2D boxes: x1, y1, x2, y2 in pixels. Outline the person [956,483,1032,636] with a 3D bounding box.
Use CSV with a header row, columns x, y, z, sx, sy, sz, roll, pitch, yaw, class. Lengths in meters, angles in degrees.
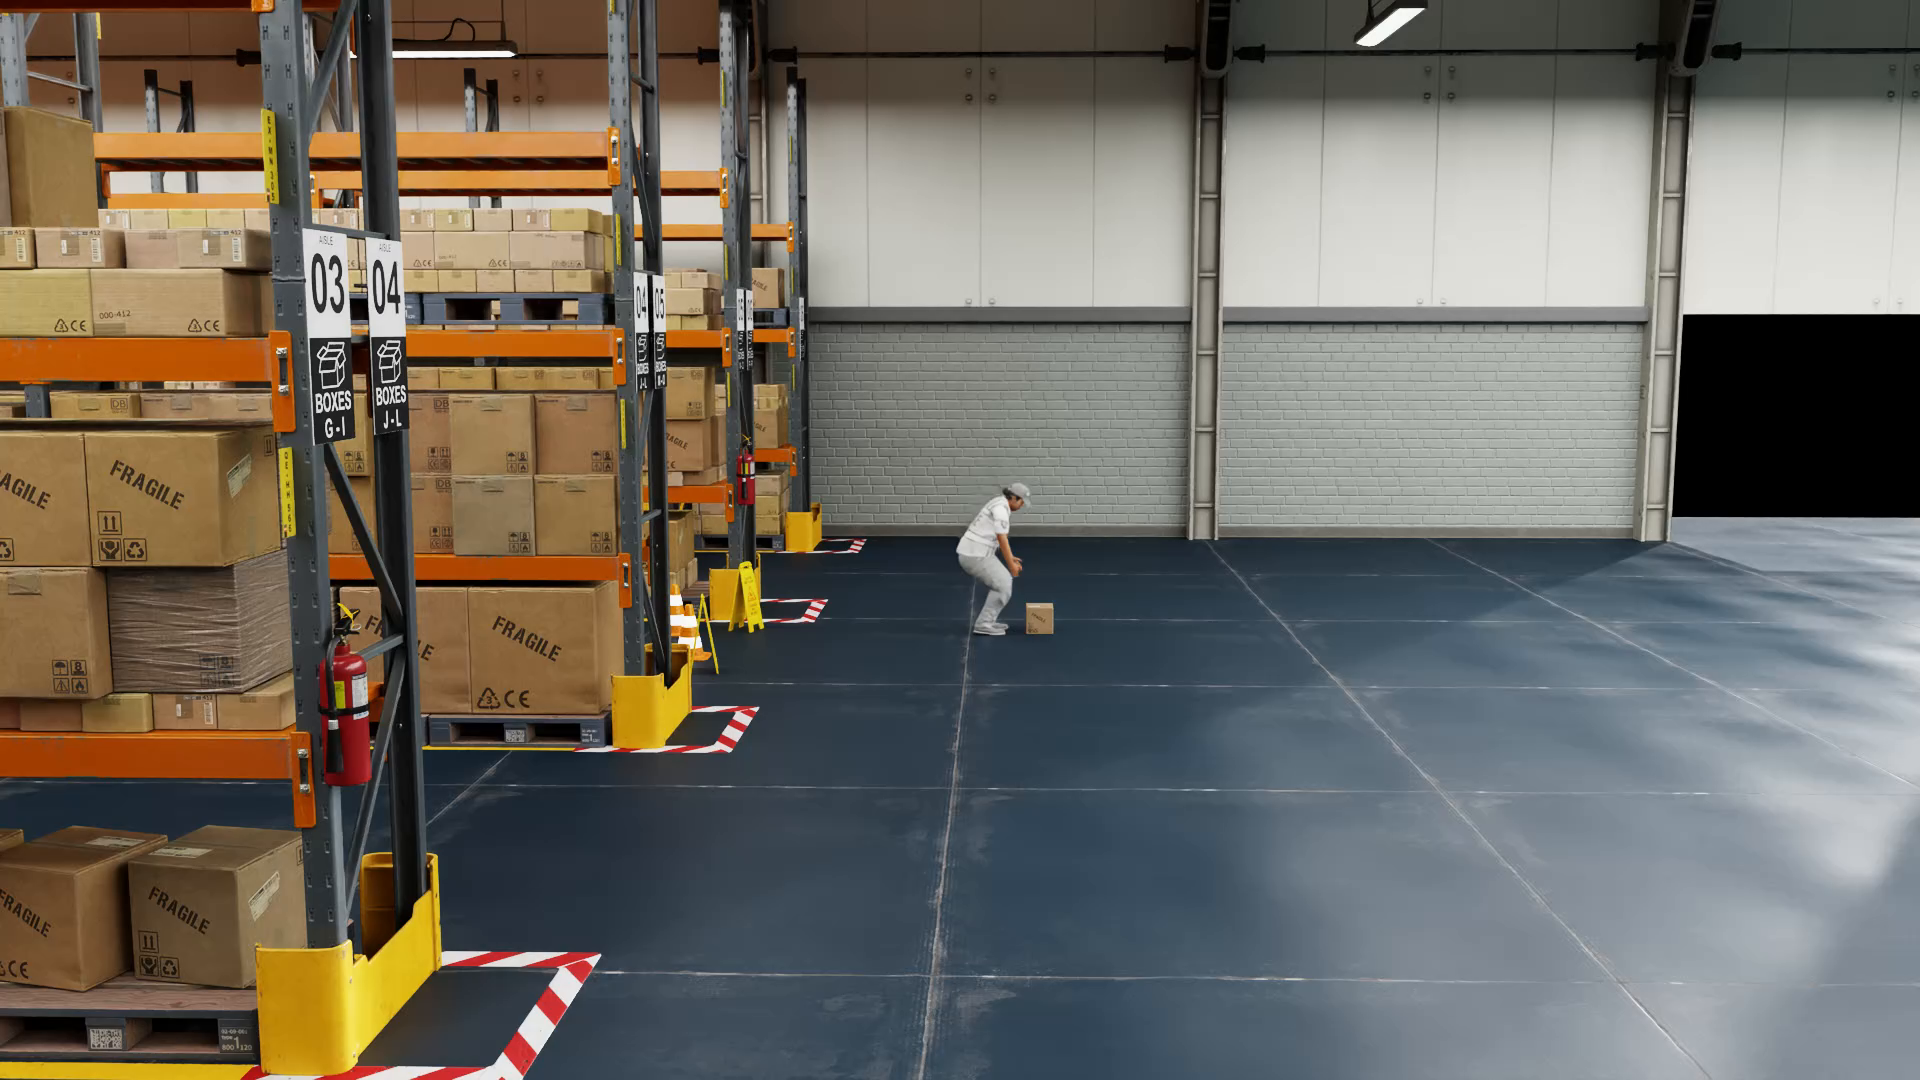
x,y,z,sx,sy,sz,roll,pitch,yaw,class
0.319,0.167,15.532,0.710,1.406,0.533,0,7,2,person
